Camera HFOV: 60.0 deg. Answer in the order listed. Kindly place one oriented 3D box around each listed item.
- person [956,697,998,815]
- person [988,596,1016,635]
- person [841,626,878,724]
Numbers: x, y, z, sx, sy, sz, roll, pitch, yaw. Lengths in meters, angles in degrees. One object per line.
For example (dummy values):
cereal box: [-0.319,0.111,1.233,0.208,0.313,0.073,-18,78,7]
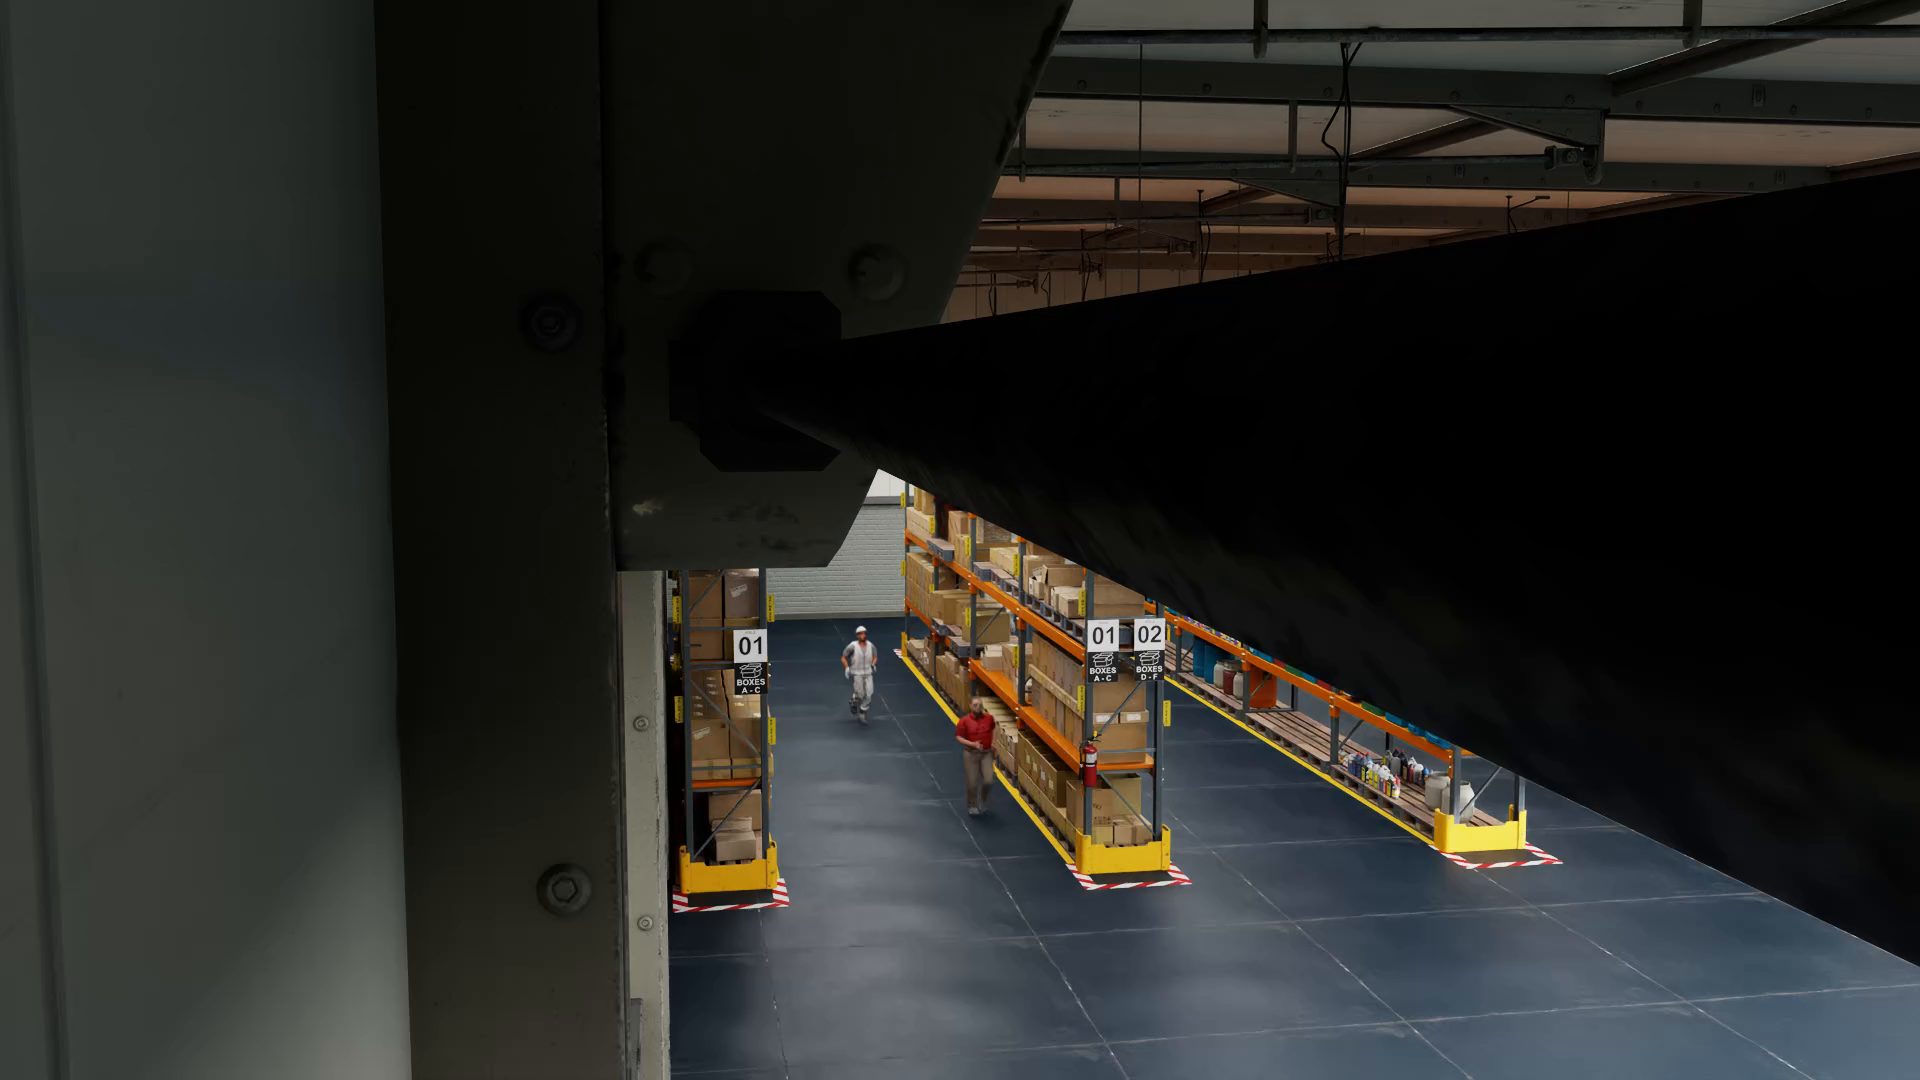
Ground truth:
person: [0.263,3.055,23.396,0.640,1.687,0.636,-1,6,-14]
person: [1.031,1.624,36.972,0.733,1.791,0.782,-6,8,-45]
person: [-1.745,2.401,29.628,0.657,1.740,0.597,-3,6,-23]
